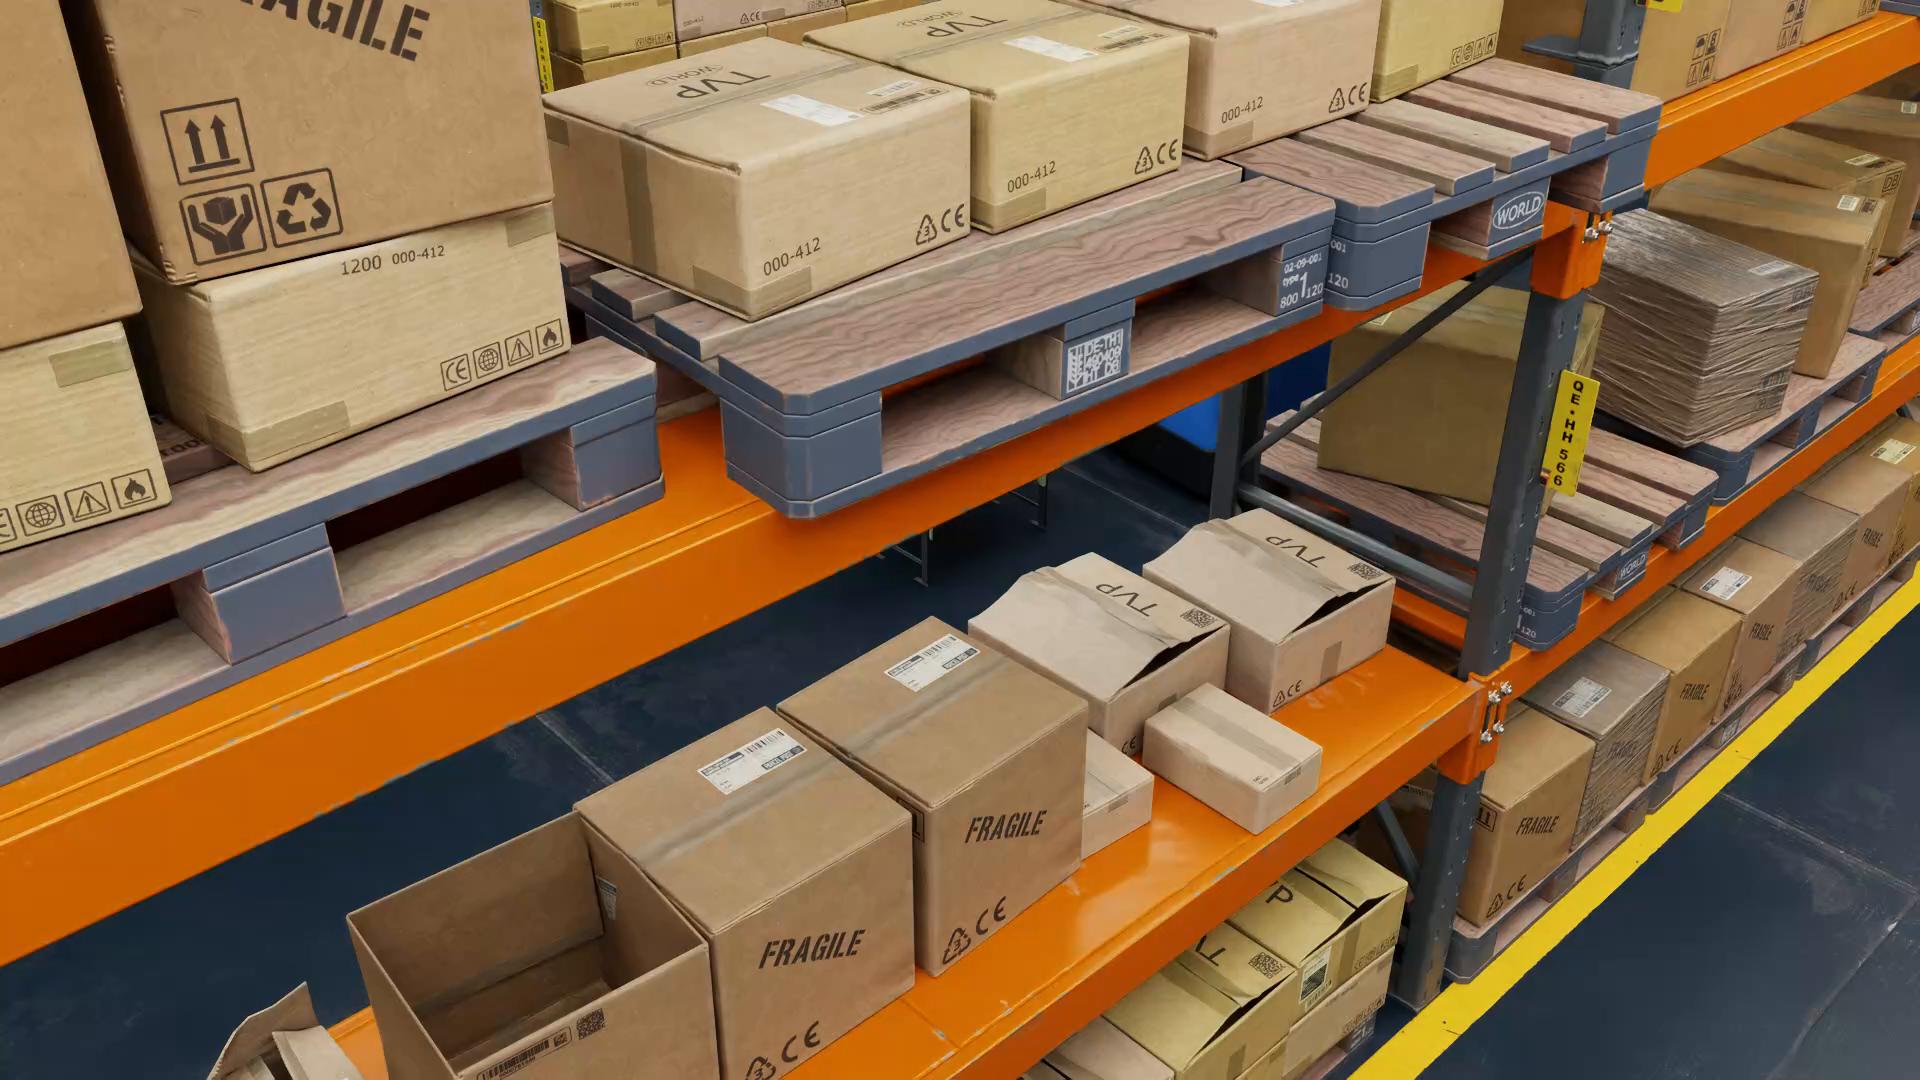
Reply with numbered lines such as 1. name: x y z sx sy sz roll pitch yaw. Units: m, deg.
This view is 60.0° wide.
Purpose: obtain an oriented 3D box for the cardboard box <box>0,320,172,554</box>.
1. cardboard box: -1.317 -0.175 2.027 0.500 0.250 0.500 -21 37 -31

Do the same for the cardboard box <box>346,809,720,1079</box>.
1. cardboard box: -0.815 0.939 3.243 0.500 0.500 0.500 -23 38 -32

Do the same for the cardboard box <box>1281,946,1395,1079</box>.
1. cardboard box: 0.938 1.290 4.999 0.500 0.250 0.500 -25 39 -34

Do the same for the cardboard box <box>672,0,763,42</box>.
1. cardboard box: -1.311 -2.629 8.055 0.500 0.250 0.500 -26 40 -36

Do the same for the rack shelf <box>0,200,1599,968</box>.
1. rack shelf: -0.309 -0.247 3.094 4.000 0.370 1.077 -26 40 -35

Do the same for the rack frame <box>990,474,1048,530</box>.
1. rack frame: 0.263 -0.767 7.567 0.023 1.500 0.400 -26 40 -35

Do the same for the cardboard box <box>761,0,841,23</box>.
1. cardboard box: -0.947 -2.808 8.348 0.500 0.250 0.500 -26 40 -35

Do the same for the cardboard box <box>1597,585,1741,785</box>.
1. cardboard box: 2.437 0.479 6.066 0.500 0.500 0.500 -26 40 -36

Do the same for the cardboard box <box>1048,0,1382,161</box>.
1. cardboard box: 0.491 -1.004 3.382 0.500 0.250 0.500 -25 39 -34

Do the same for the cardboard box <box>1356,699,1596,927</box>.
1. cardboard box: 1.686 0.843 5.471 0.500 0.500 0.500 -24 39 -34

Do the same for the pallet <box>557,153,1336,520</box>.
1. pallet: -0.097 -0.511 3.015 1.213 0.211 1.003 -24 39 -33

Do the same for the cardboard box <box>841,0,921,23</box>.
1. cardboard box: -0.551 -2.676 8.850 0.500 0.500 0.500 -25 39 -34

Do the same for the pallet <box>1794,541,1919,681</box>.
1. pallet: 3.520 0.090 7.401 1.213 0.211 1.003 -26 40 -35

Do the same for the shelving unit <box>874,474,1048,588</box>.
1. shelving unit: -0.005 -0.637 7.355 0.755 1.500 0.431 -26 40 -35

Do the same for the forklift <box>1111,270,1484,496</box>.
1. forklift: 2.089 -2.066 8.319 3.031 2.935 1.130 -21 37 -31

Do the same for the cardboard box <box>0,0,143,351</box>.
1. cardboard box: -1.296 -0.484 1.813 0.500 0.500 0.500 -25 40 -35

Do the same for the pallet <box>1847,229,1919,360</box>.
1. pallet: 3.431 -1.079 6.824 1.213 0.211 1.003 -26 40 -35

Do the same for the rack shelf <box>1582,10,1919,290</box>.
1. rack shelf: 2.624 -1.666 5.414 4.000 0.370 1.077 -26 40 -35

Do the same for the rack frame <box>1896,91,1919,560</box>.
1. rack frame: 4.091 -1.403 7.169 0.127 3.000 1.000 -26 40 -35

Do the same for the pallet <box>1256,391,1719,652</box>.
1. pallet: 1.607 -0.170 5.336 1.003 0.211 1.213 -26 40 -35

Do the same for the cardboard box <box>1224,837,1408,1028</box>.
1. cardboard box: 0.941 1.051 4.852 0.500 0.311 0.500 -25 39 -34

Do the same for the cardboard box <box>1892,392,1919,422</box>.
1. cardboard box: 4.546 -0.510 7.864 0.500 0.311 0.500 -26 40 -35

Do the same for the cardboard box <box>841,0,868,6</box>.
1. cardboard box: -0.577 -2.991 8.648 0.500 0.250 0.500 -27 40 -36

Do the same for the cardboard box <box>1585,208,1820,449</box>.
1. cardboard box: 2.344 -0.724 5.560 0.500 0.500 0.700 -18 36 -27

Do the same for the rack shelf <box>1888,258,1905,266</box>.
1. rack shelf: 5.558 -1.805 8.517 4.000 0.370 1.077 -26 40 -35

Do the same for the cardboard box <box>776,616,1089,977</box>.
1. cardboard box: -0.061 0.575 3.839 0.500 0.500 0.500 27 40 36

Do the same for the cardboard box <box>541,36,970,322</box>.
1. cardboard box: -0.332 -0.615 2.746 0.500 0.250 0.500 25 40 35

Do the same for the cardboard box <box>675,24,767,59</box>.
1. cardboard box: -1.292 -2.312 8.256 0.500 0.500 0.500 -24 39 -34

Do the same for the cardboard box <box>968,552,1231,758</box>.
1. cardboard box: 0.370 0.297 4.474 0.500 0.311 0.500 -26 40 -36

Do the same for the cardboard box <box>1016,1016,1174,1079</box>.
1. cardboard box: 0.193 1.415 4.256 0.500 0.311 0.500 -26 40 -36

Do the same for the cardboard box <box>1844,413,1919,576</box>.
1. cardboard box: 3.924 -0.240 7.241 0.500 0.500 0.500 -26 40 -36

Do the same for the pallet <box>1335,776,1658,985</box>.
1. pallet: 1.731 0.955 5.986 1.213 0.211 1.003 -26 40 -35

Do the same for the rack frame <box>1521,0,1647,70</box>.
1. rack frame: 1.158 -2.544 3.284 0.127 3.000 1.000 -26 40 -35

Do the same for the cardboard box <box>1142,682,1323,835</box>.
1. cardboard box: 0.686 0.548 4.220 0.250 0.149 0.380 -26 40 -35

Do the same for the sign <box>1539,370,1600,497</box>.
1. sign: 1.538 -0.267 4.201 0.005 0.325 0.100 -26 40 -35

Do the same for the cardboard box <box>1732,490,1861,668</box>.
1. cardboard box: 3.188 0.110 6.669 0.500 0.500 0.500 -25 39 -35

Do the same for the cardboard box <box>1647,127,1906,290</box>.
1. cardboard box: 3.130 -1.274 6.460 0.500 0.500 0.700 -19 36 -28

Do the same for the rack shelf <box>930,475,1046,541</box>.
1. rack shelf: -0.005 -0.359 7.525 0.720 0.370 0.431 -26 40 -35

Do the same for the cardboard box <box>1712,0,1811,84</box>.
1. cardboard box: 1.829 -1.655 4.610 0.500 0.500 0.910 -26 40 -35

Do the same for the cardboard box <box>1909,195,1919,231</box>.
1. cardboard box: 4.283 -1.721 7.593 0.500 0.500 0.500 -25 39 -35
